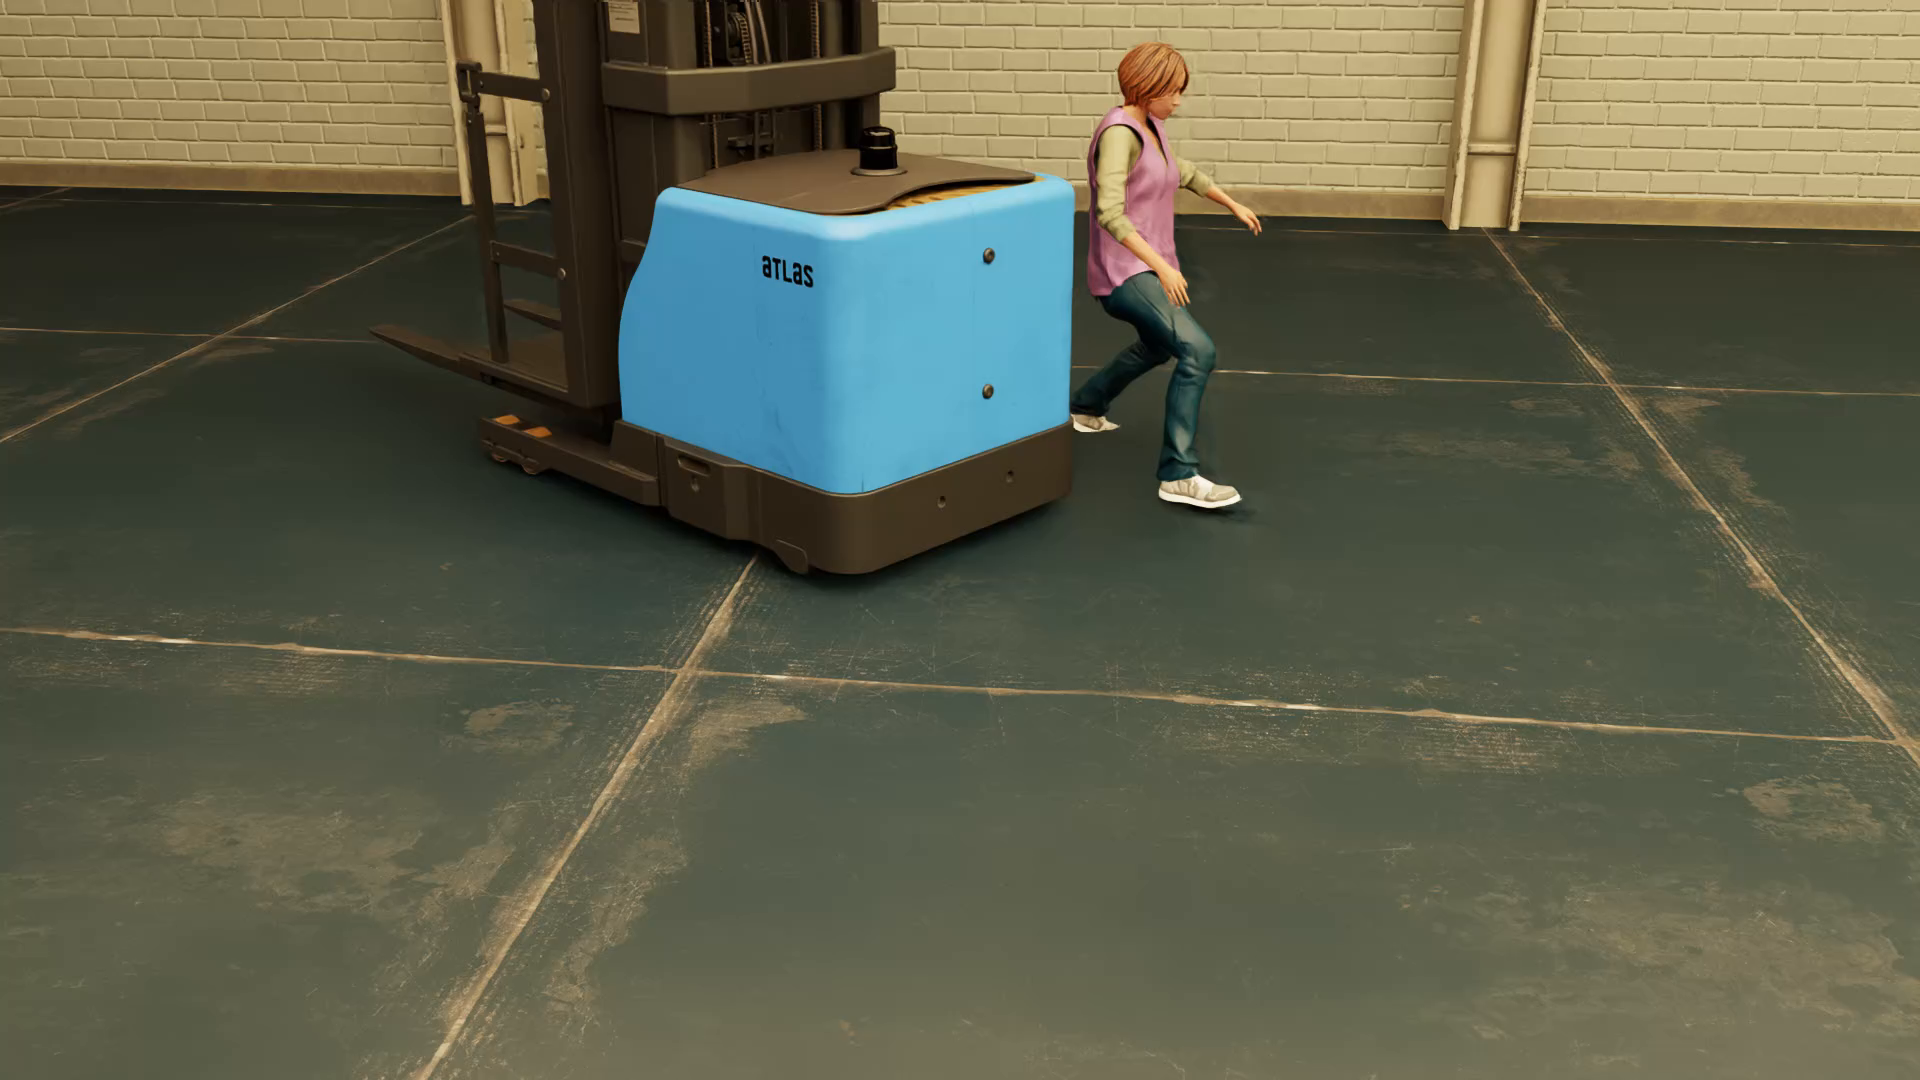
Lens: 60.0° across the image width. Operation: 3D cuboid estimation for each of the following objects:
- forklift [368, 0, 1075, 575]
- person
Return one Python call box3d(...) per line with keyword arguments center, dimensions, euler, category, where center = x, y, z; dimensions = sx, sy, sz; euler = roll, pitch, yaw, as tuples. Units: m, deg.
box3d(center=(-1.053, -1.707, 5.493), dimensions=(3.031, 2.935, 1.130), euler=(19, 29, 39), category="forklift")
box3d(center=(0.670, -0.904, 5.584), dimensions=(0.825, 1.481, 0.872), euler=(9, 24, 21), category="person")
